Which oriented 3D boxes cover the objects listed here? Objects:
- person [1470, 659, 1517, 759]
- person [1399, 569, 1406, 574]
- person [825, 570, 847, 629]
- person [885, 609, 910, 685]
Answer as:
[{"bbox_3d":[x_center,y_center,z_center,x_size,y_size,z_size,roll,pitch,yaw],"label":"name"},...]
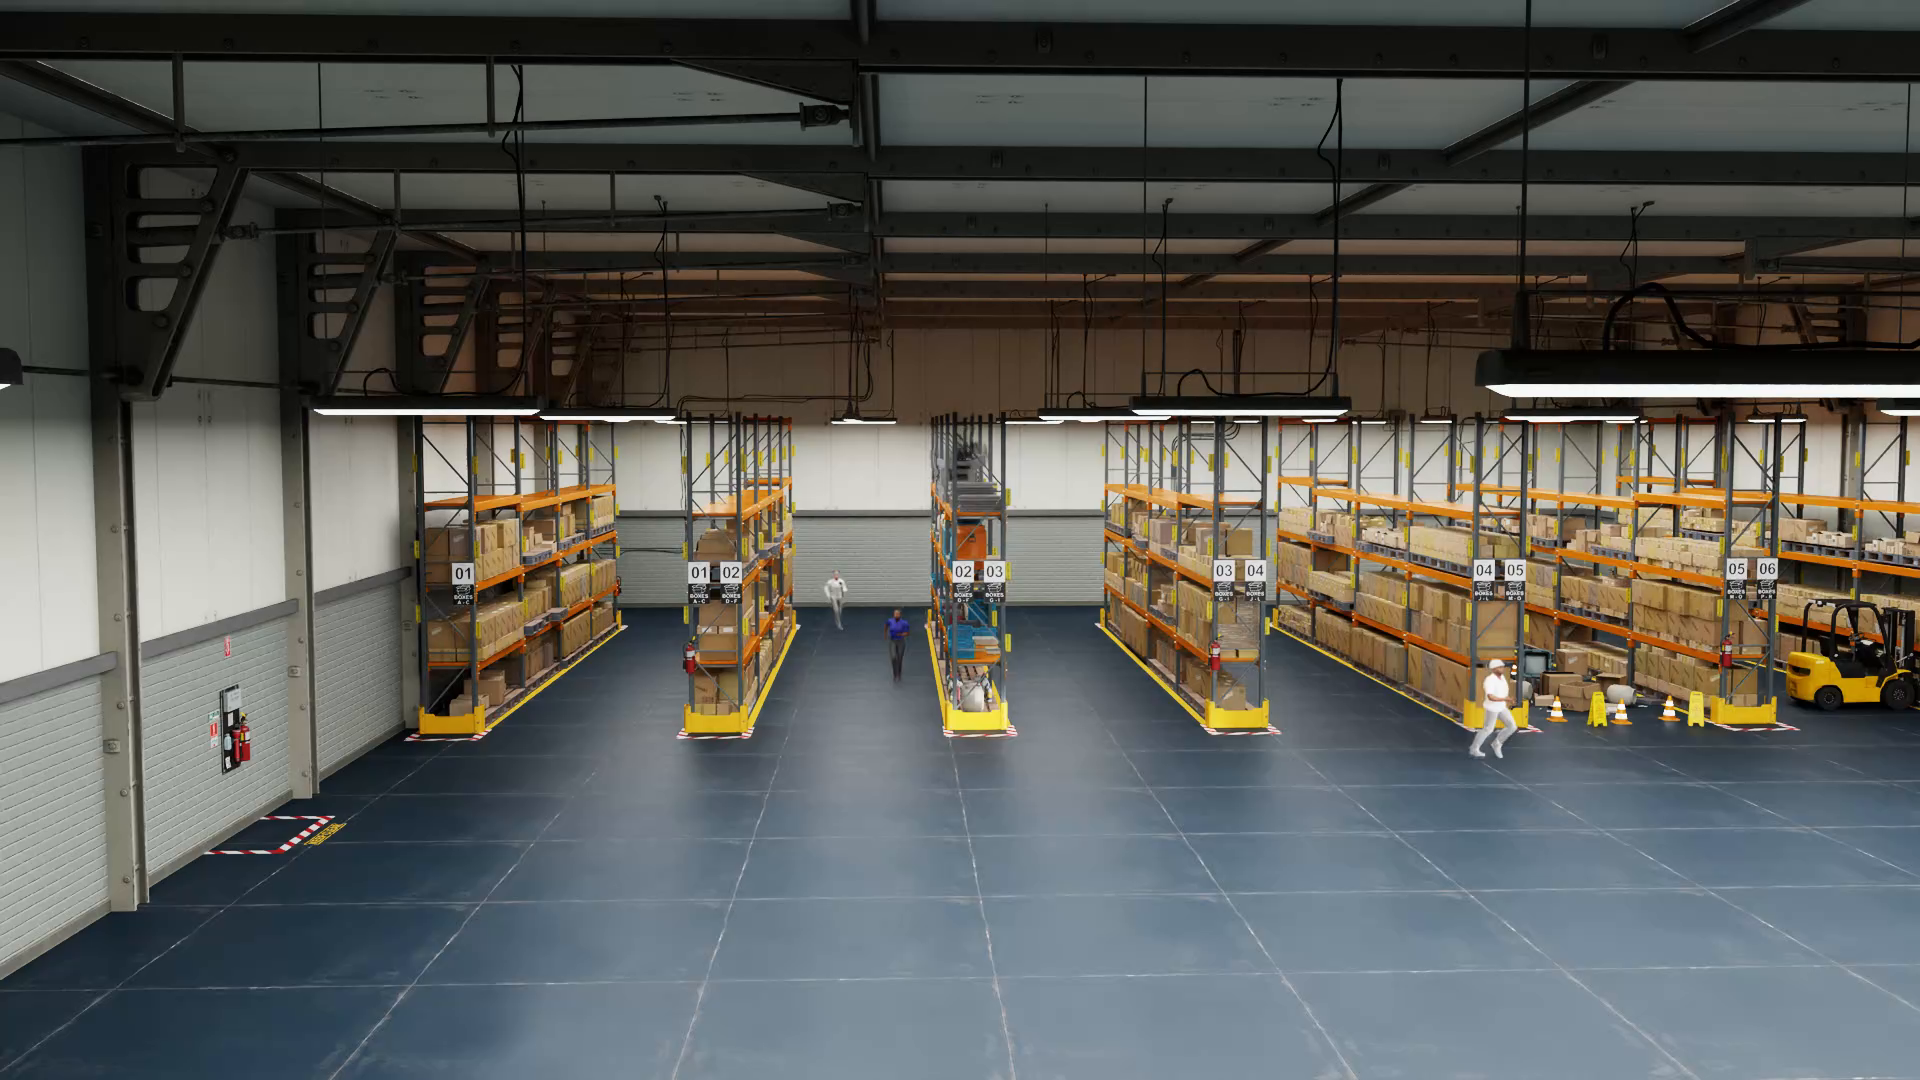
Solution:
[{"bbox_3d":[9.208,2.894,28.536,0.715,1.735,0.848,-3,5,-42],"label":"person"},{"bbox_3d":[13.108,1.599,49.217,0.680,1.556,0.574,0,4,3],"label":"person"},{"bbox_3d":[-3.520,1.683,47.311,0.610,1.706,0.830,-1,4,-18],"label":"person"},{"bbox_3d":[-1.403,2.375,37.283,0.599,1.698,0.833,0,4,3],"label":"person"}]
